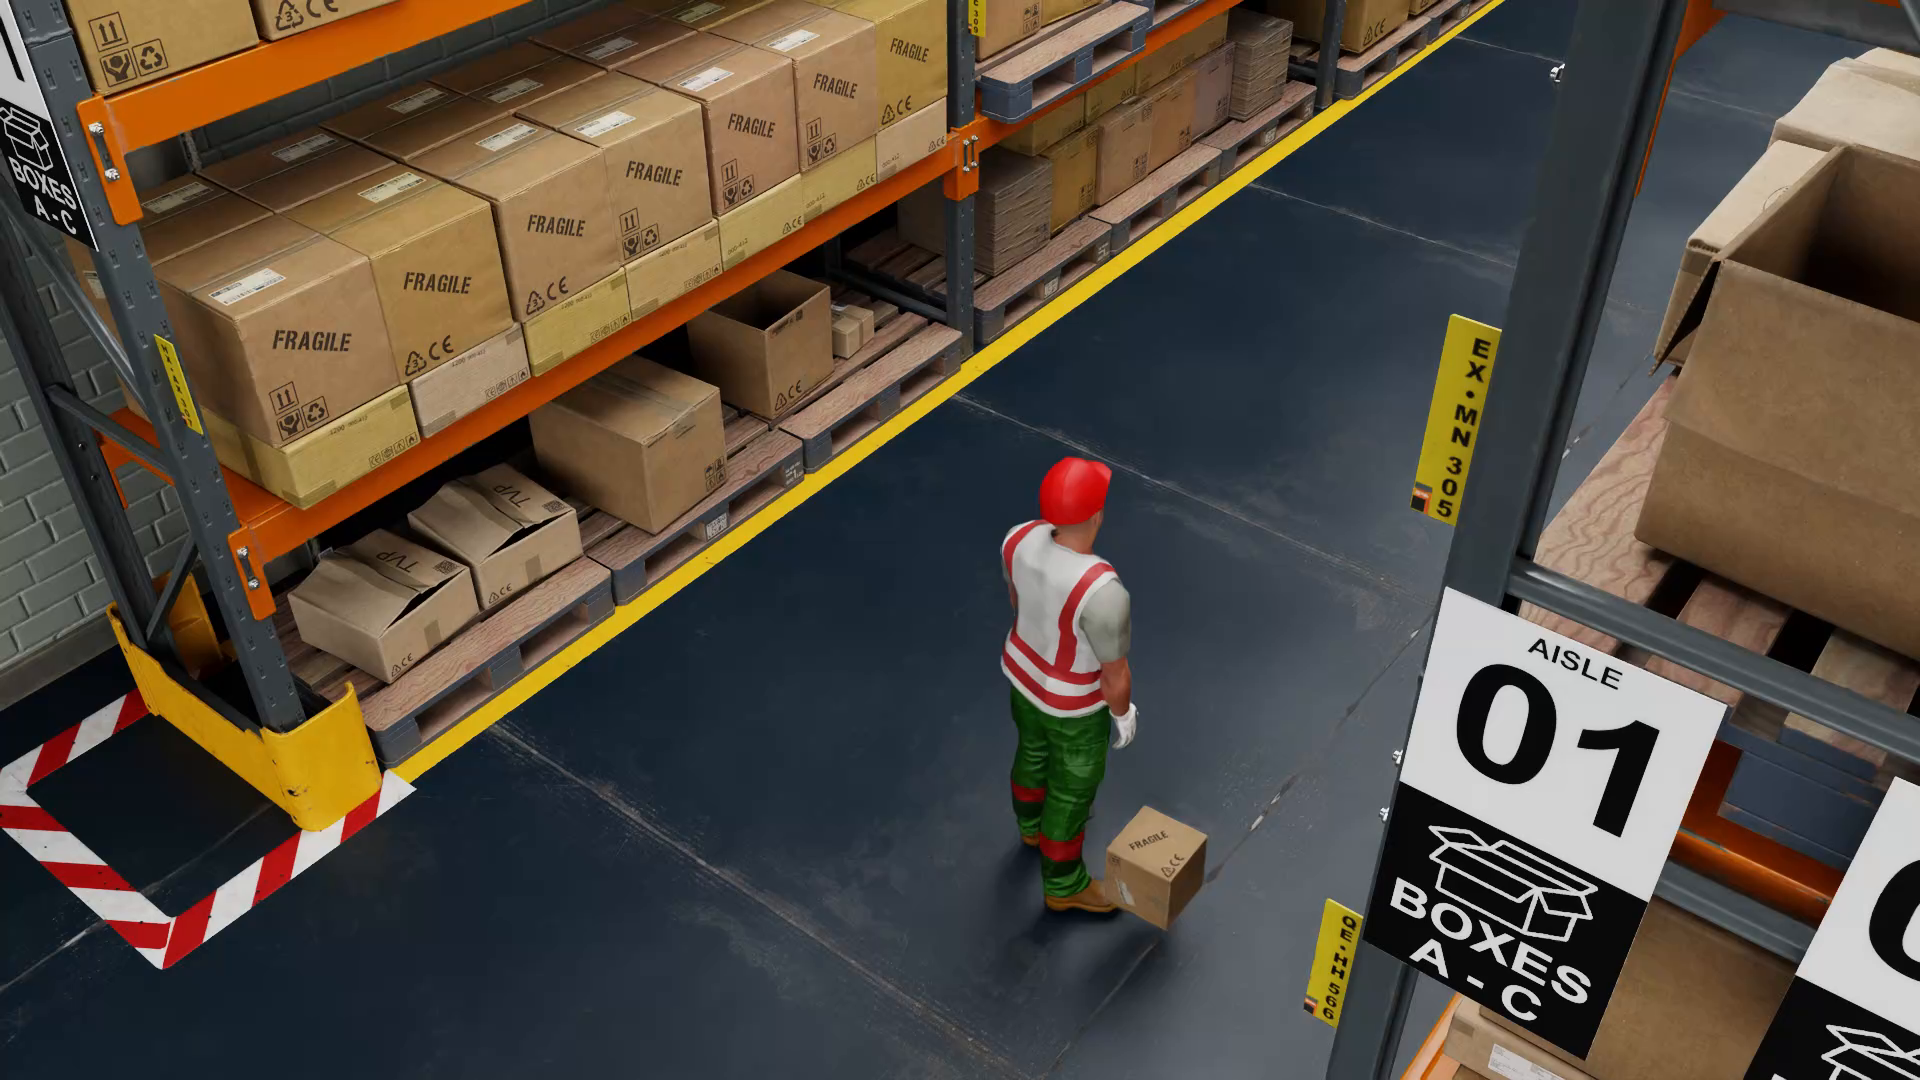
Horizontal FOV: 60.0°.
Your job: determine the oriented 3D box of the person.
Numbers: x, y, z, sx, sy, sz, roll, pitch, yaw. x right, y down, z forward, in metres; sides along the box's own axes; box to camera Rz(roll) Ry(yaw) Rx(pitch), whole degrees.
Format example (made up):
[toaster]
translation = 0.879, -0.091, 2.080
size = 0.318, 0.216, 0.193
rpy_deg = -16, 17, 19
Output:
[person]
translation = 0.379, 0.458, 5.510
size = 0.434, 1.796, 0.597
rpy_deg = -24, 44, -27
